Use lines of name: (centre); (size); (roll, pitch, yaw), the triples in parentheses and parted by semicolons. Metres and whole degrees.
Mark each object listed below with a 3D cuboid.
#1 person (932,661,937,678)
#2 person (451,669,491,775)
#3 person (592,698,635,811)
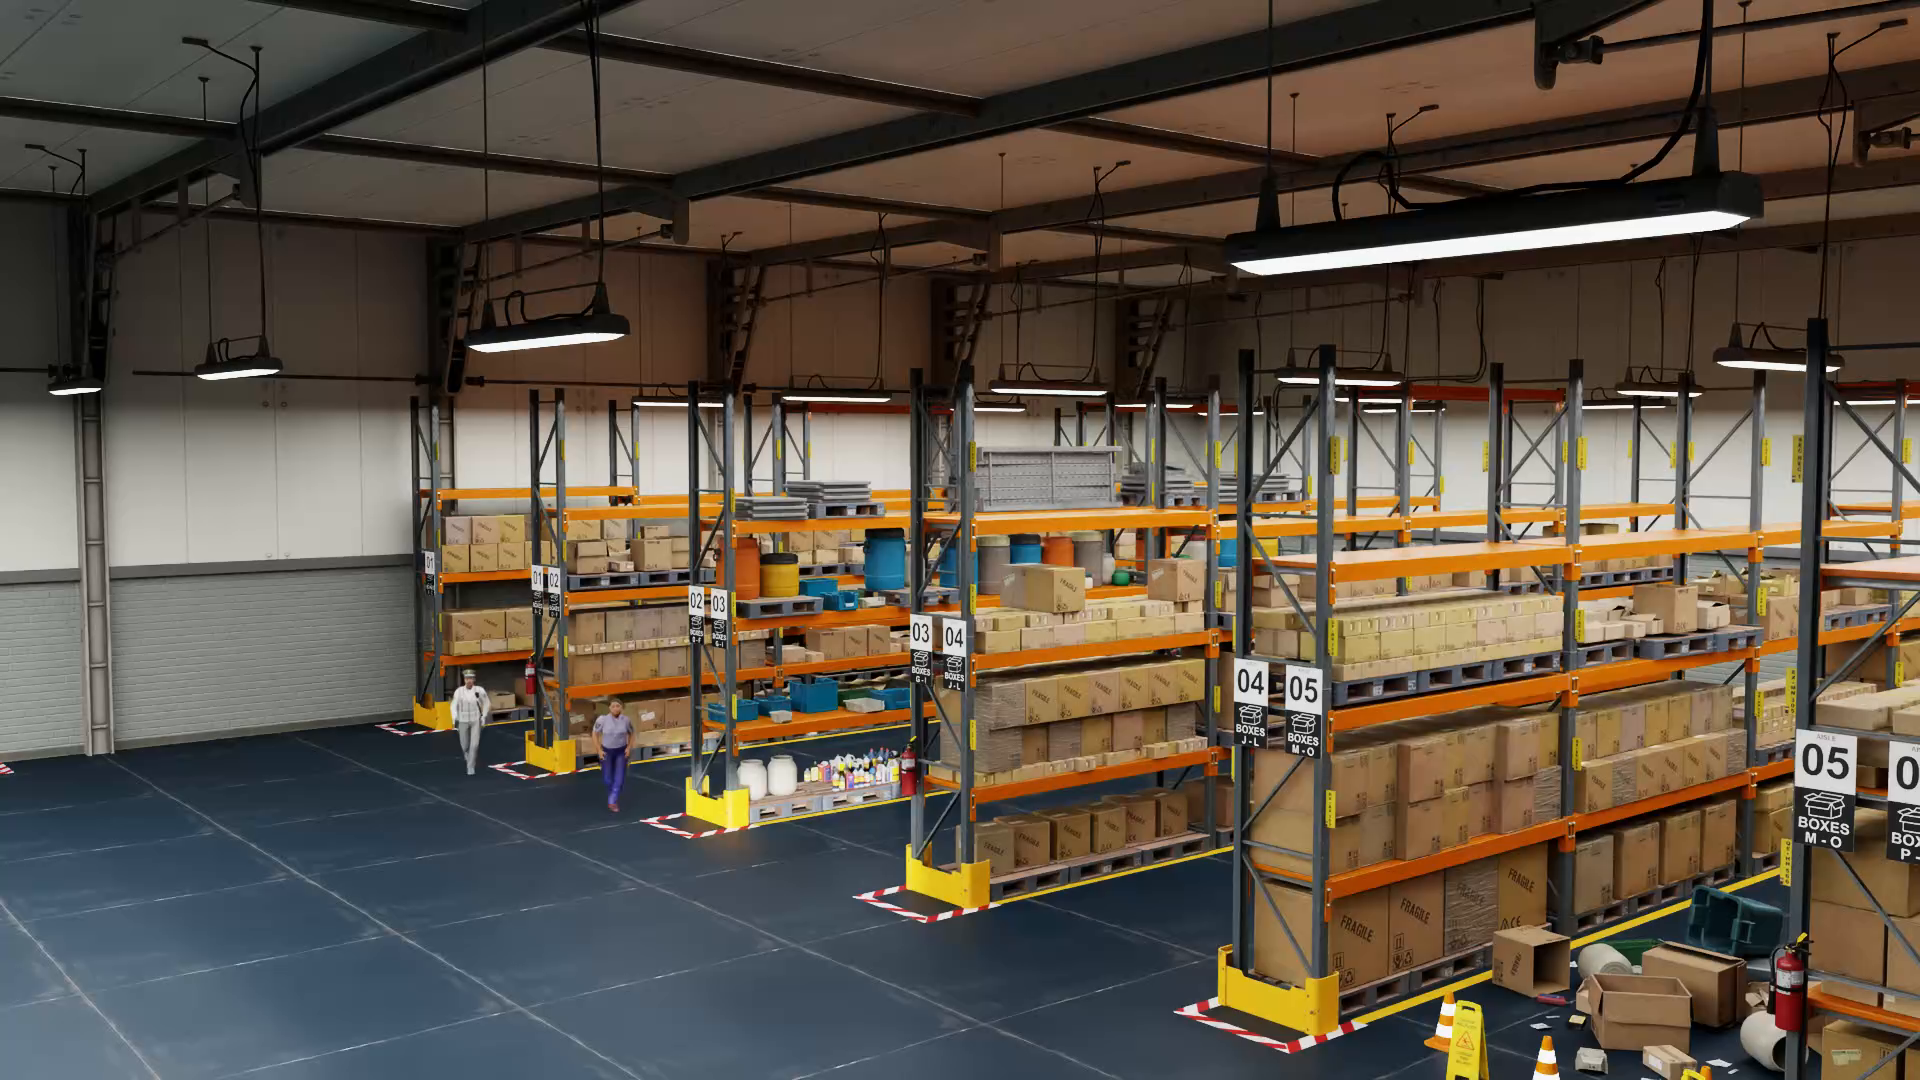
person: (-0.583, 2.379, 34.393); (0.543, 1.498, 0.838); (3, 4, 40)
person: (-7.646, 2.817, 26.000); (0.603, 1.645, 0.675); (-1, 3, -12)
person: (-4.873, 3.003, 23.407); (0.604, 1.594, 0.543); (-1, 3, -15)
